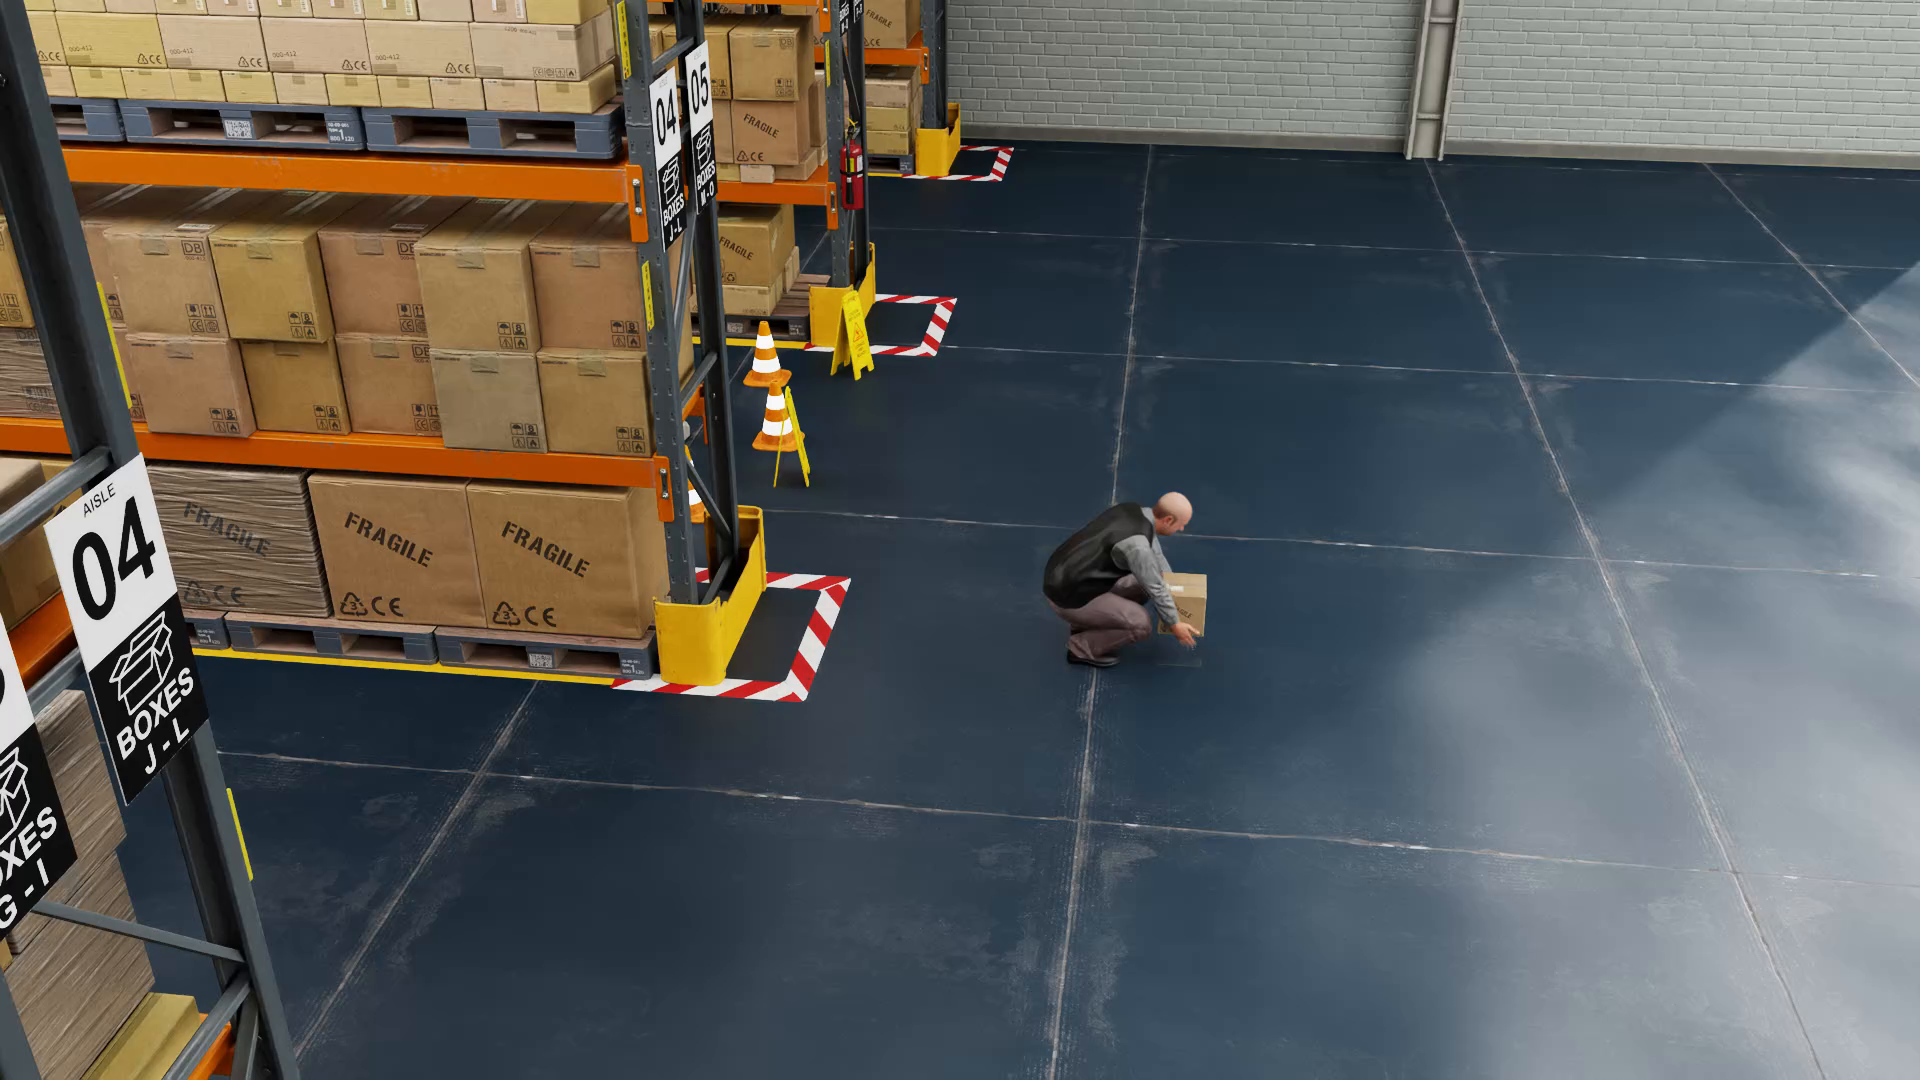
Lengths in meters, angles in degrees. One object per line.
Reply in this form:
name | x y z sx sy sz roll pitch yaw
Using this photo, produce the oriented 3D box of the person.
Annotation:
person | 0.891 0.192 9.098 0.869 0.974 0.525 3 28 6
